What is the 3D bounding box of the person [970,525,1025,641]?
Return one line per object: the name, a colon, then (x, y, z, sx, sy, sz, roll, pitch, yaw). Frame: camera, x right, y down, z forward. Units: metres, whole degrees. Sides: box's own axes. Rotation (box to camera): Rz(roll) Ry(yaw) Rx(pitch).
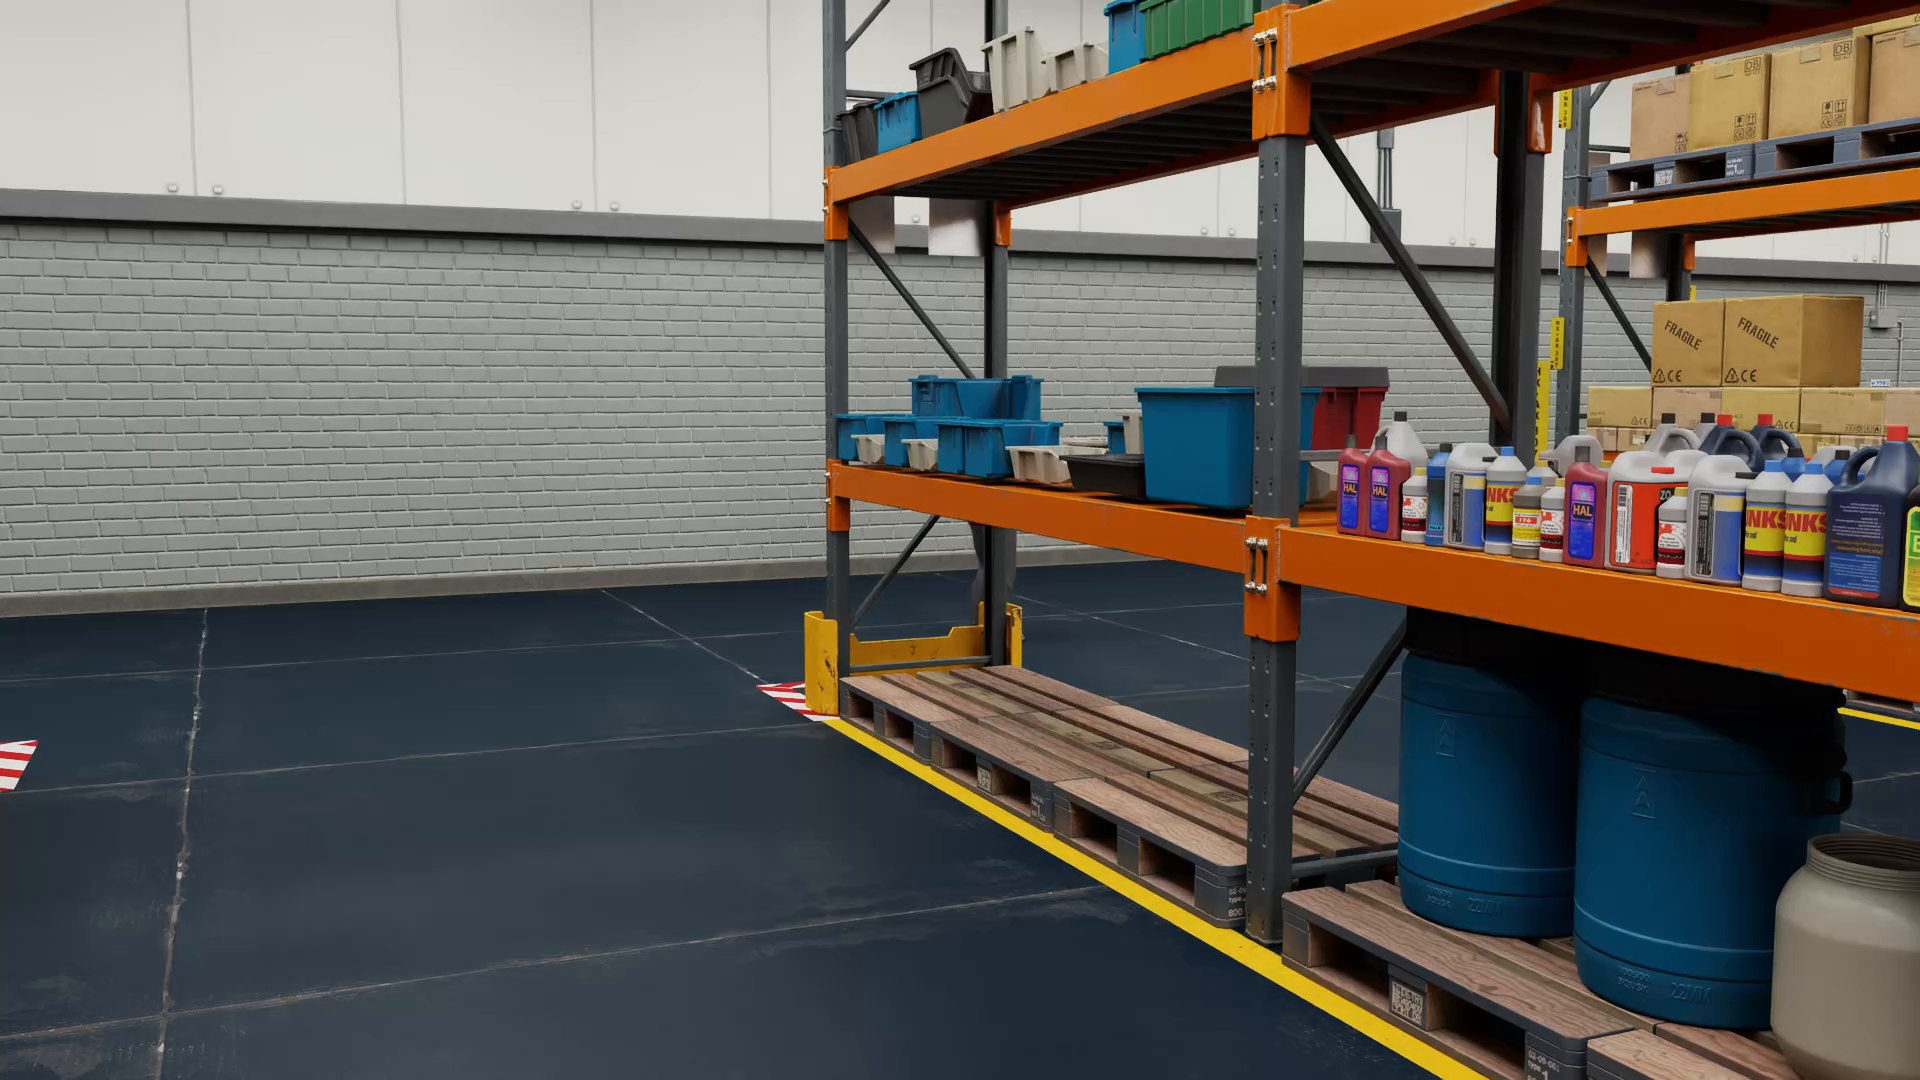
person: (0.288, -0.150, 11.138, 0.515, 1.645, 0.449, -2, 6, -24)
